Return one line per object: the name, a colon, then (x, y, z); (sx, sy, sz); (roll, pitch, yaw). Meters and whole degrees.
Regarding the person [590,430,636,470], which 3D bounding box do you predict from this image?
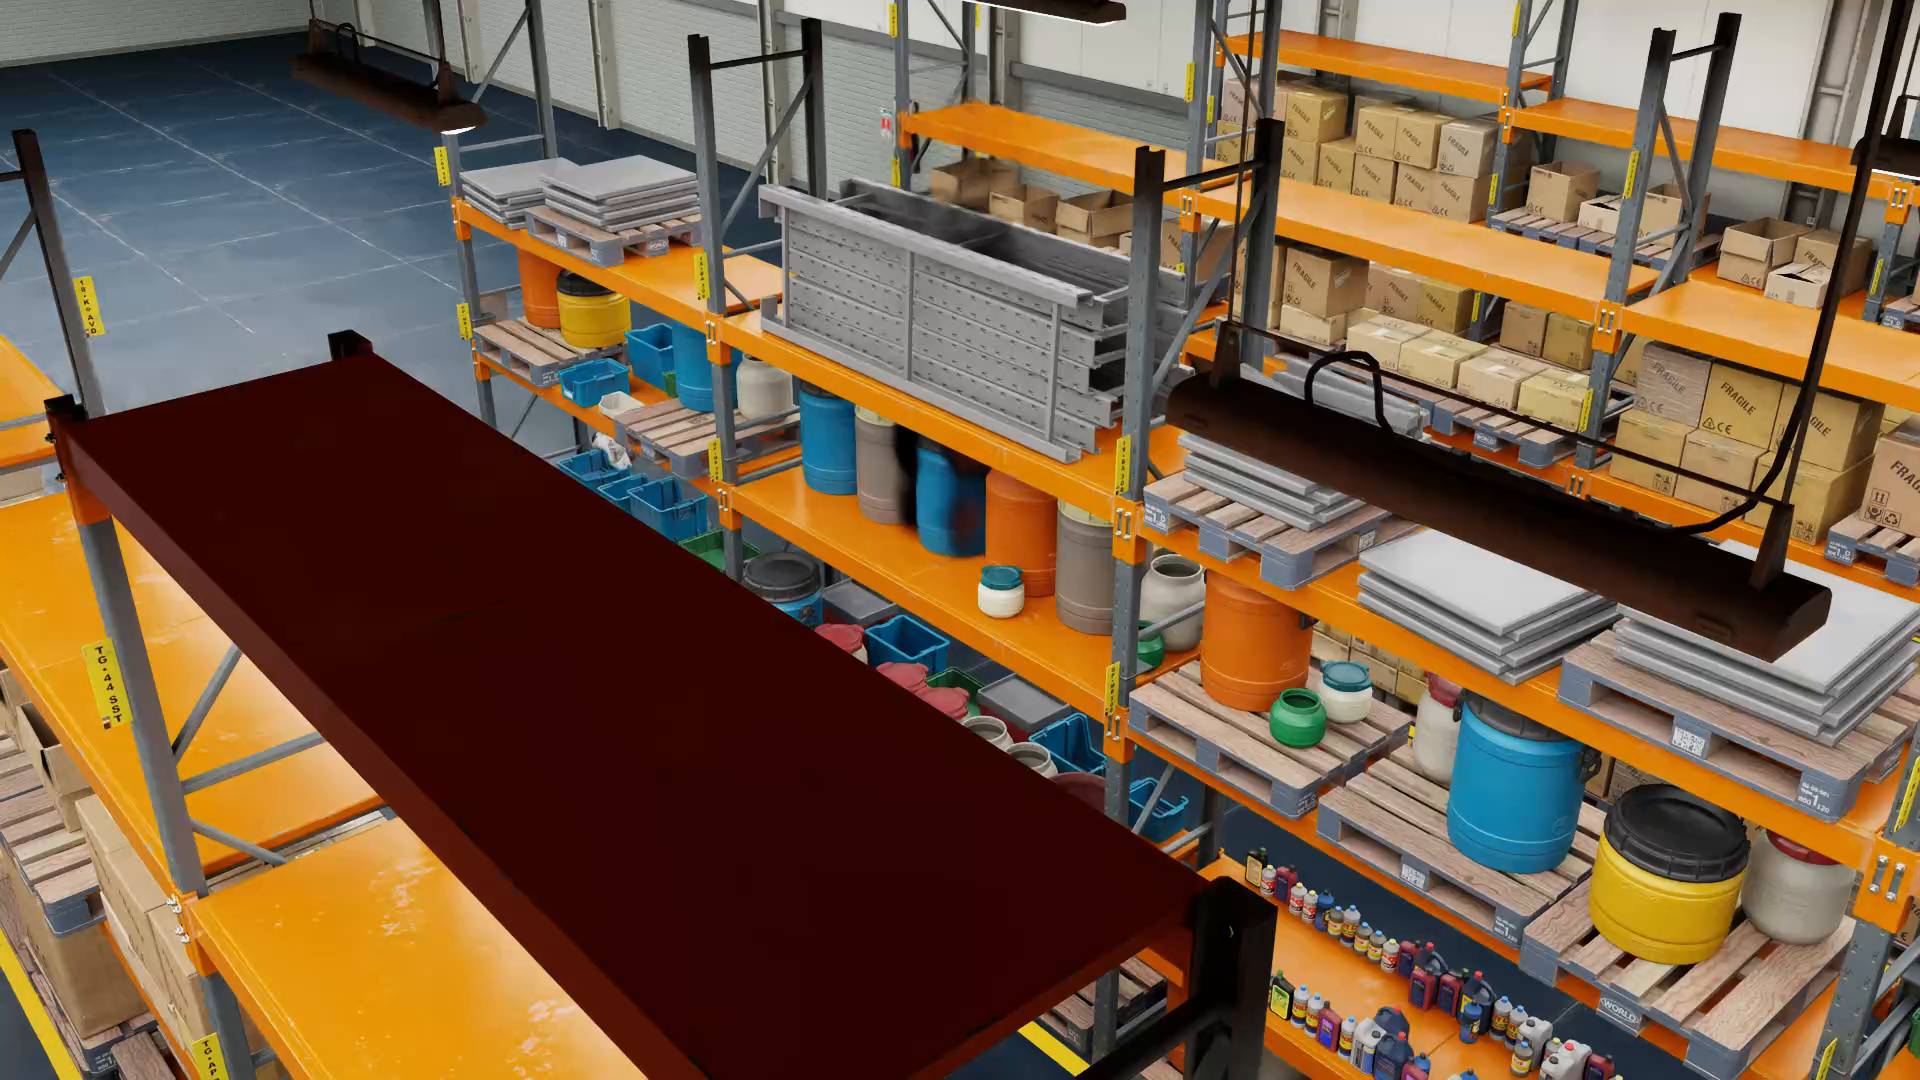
person: (-3.610, -0.718, 17.131); (0.636, 1.633, 0.576); (3, 27, 5)
